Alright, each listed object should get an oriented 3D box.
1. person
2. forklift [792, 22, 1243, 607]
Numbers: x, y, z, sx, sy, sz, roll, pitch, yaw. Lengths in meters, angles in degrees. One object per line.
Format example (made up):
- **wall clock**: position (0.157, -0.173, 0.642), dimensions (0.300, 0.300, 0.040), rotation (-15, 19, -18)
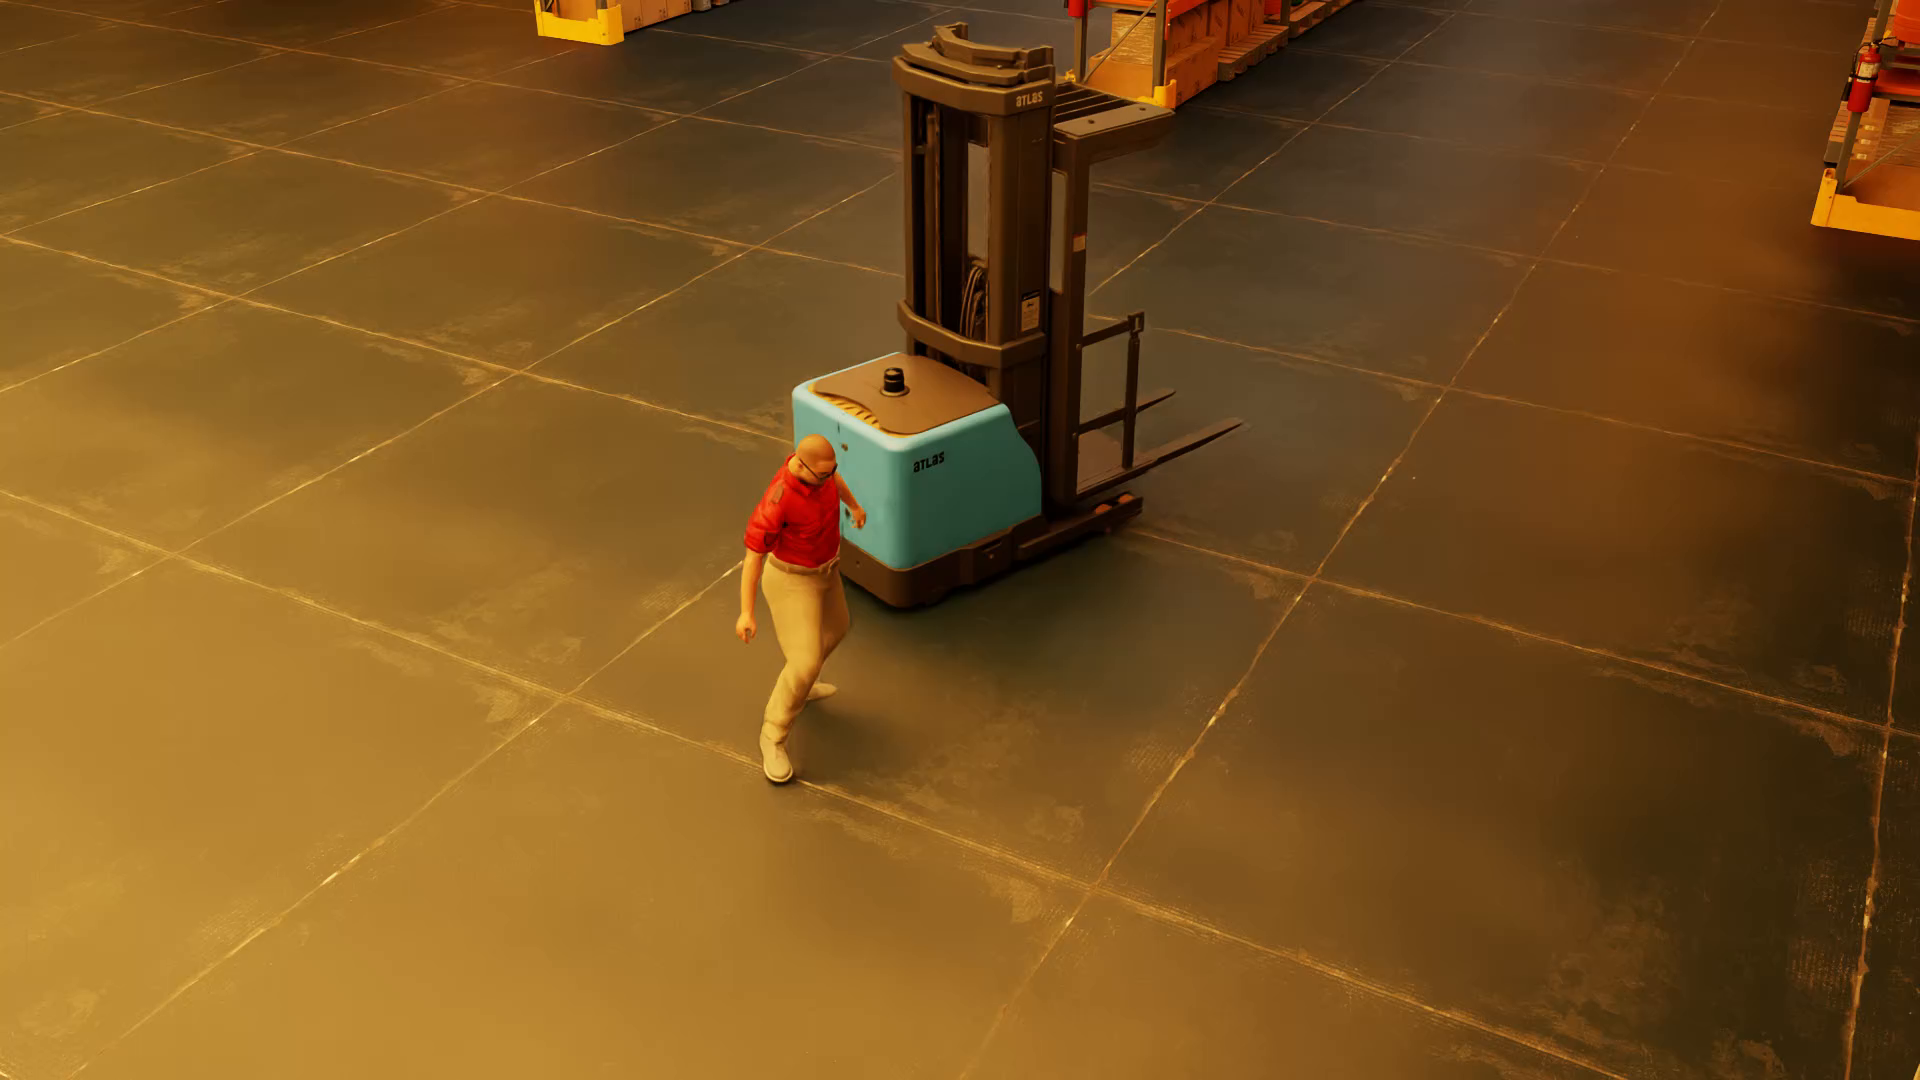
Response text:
- **person**: position (-0.765, 0.202, 8.039), dimensions (0.477, 1.668, 1.124), rotation (12, 32, 19)
- **forklift**: position (0.489, -1.499, 9.667), dimensions (3.031, 2.935, 1.130), rotation (-23, 37, -34)
